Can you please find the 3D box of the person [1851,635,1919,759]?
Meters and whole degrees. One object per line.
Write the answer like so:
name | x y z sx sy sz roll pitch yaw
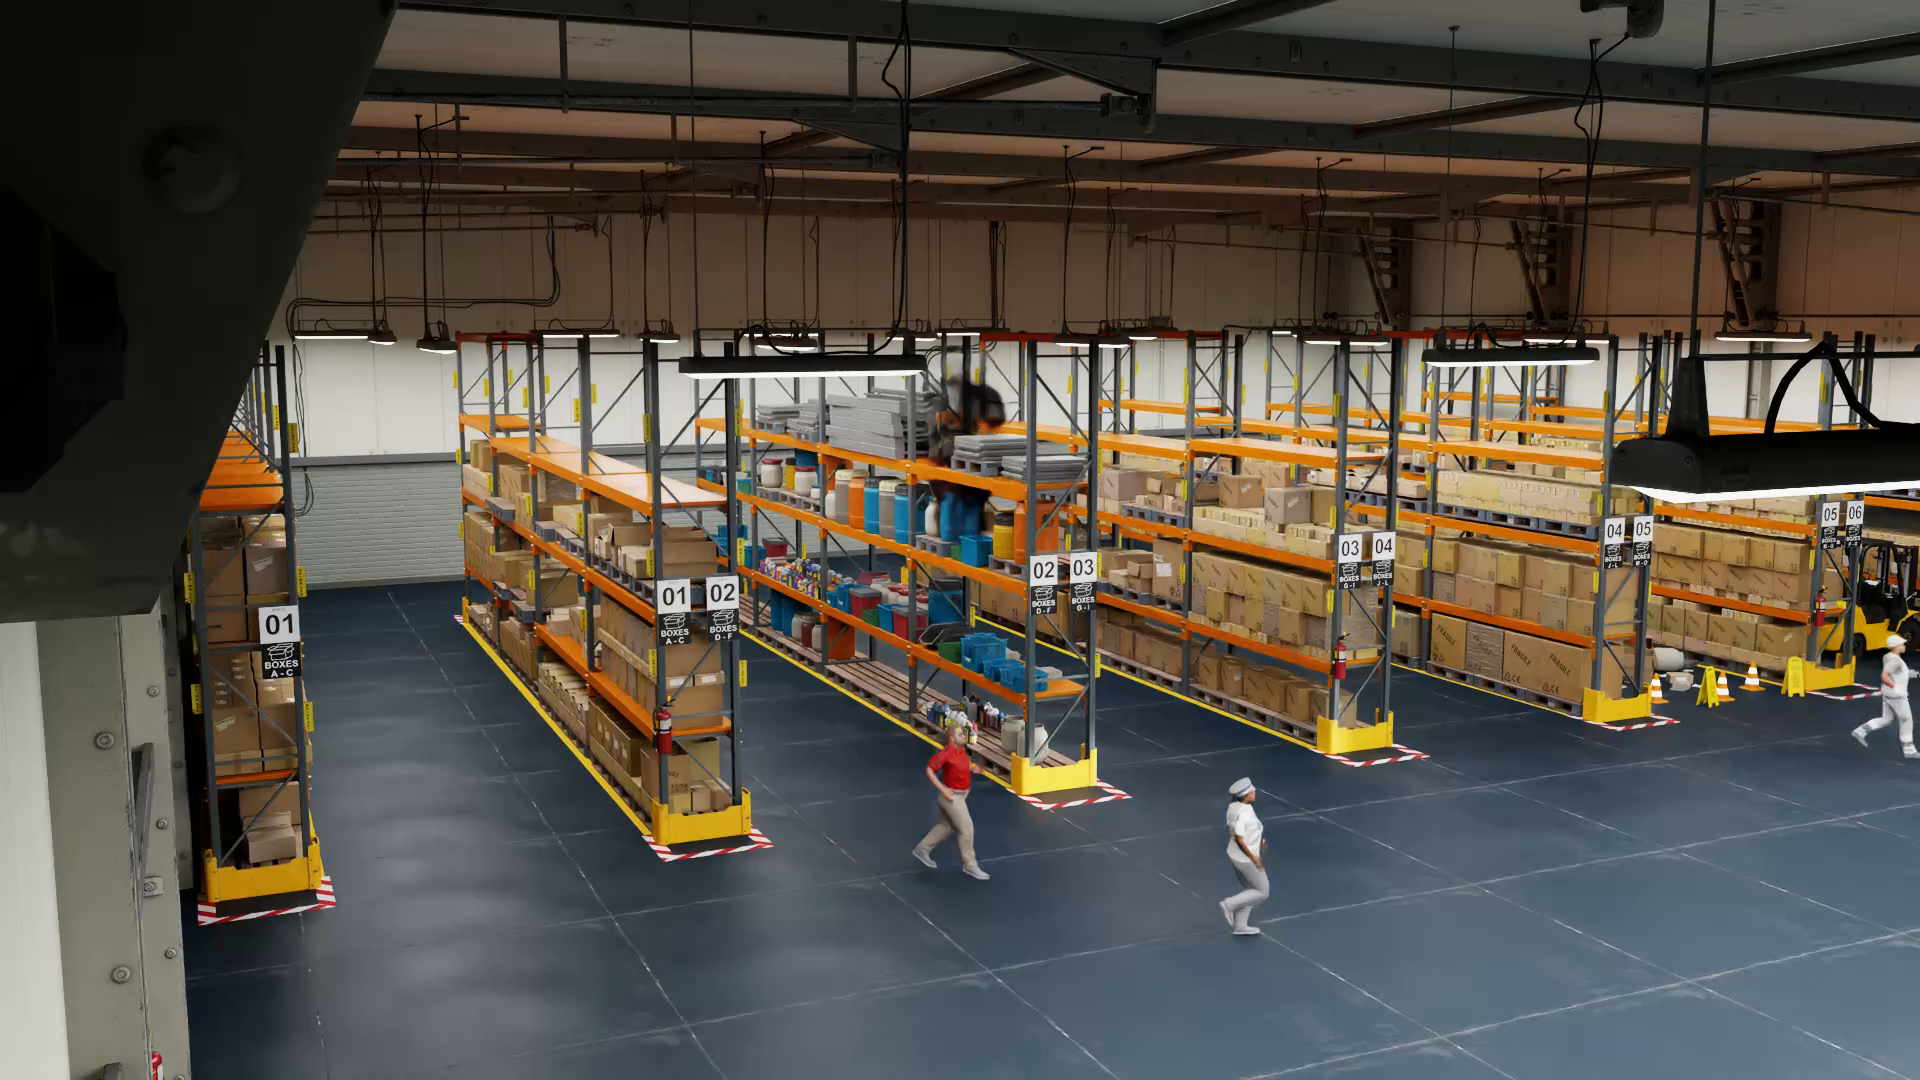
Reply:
person | 13.373 2.232 23.834 0.981 1.768 0.665 2 8 17

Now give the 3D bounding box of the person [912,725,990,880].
person | -0.101 2.949 18.863 0.910 1.765 0.640 1 8 8

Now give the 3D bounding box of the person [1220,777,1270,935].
person | 2.907 3.235 17.005 0.561 1.649 0.574 -1 8 -9
